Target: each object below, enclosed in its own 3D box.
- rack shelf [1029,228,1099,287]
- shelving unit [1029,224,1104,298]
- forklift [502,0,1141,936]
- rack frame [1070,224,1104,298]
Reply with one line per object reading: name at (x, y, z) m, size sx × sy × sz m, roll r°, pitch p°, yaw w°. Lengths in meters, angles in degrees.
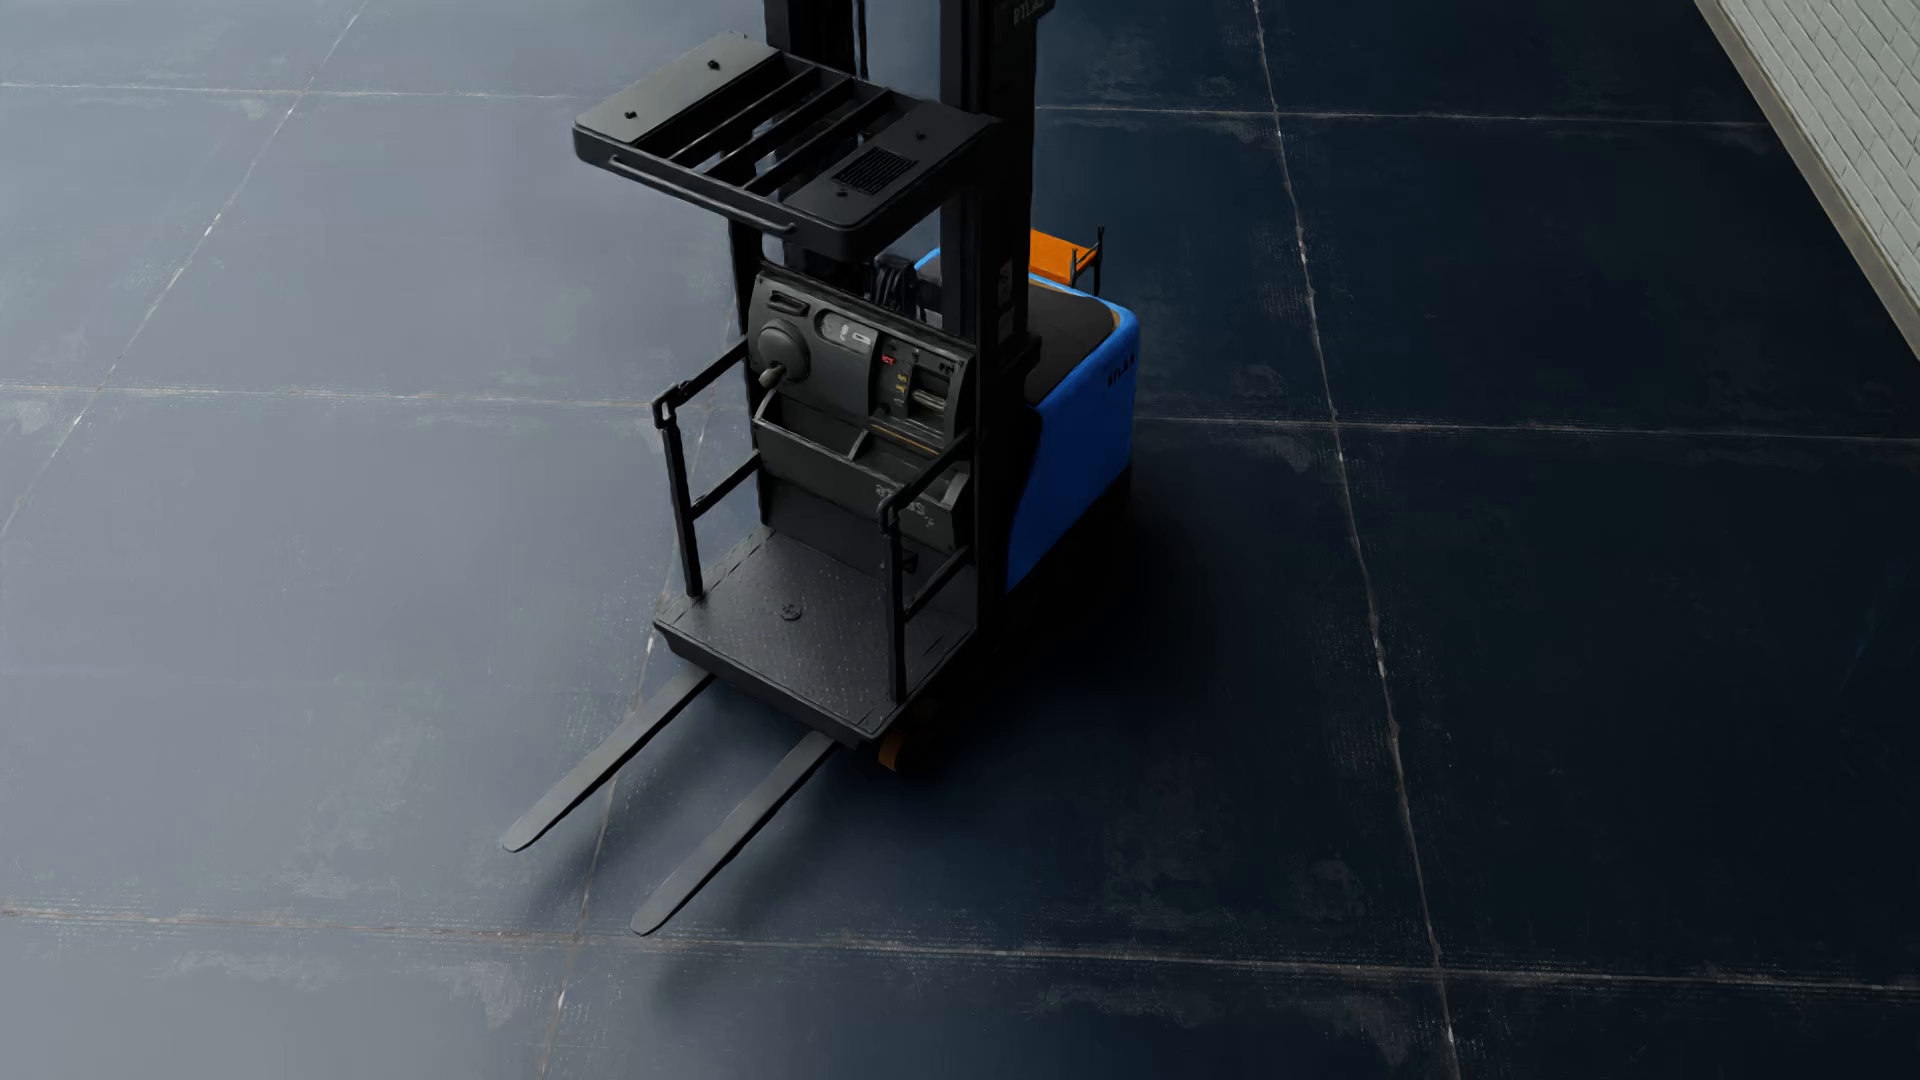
rack shelf at (0.330, -1.201, 7.168) m, size 0.480 × 0.148 × 0.258 m, roll 24°, pitch 48°, yaw 24°
shelving unit at (0.330, -0.914, 7.436) m, size 0.503 × 1.200 × 0.258 m, roll 24°, pitch 48°, yaw 24°
forklift at (-0.491, -0.561, 5.787) m, size 1.130 × 2.935 × 3.031 m, roll 25°, pitch 48°, yaw 24°
rack frame at (0.533, -0.822, 7.337) m, size 0.015 × 1.200 × 0.240 m, roll 24°, pitch 48°, yaw 24°
